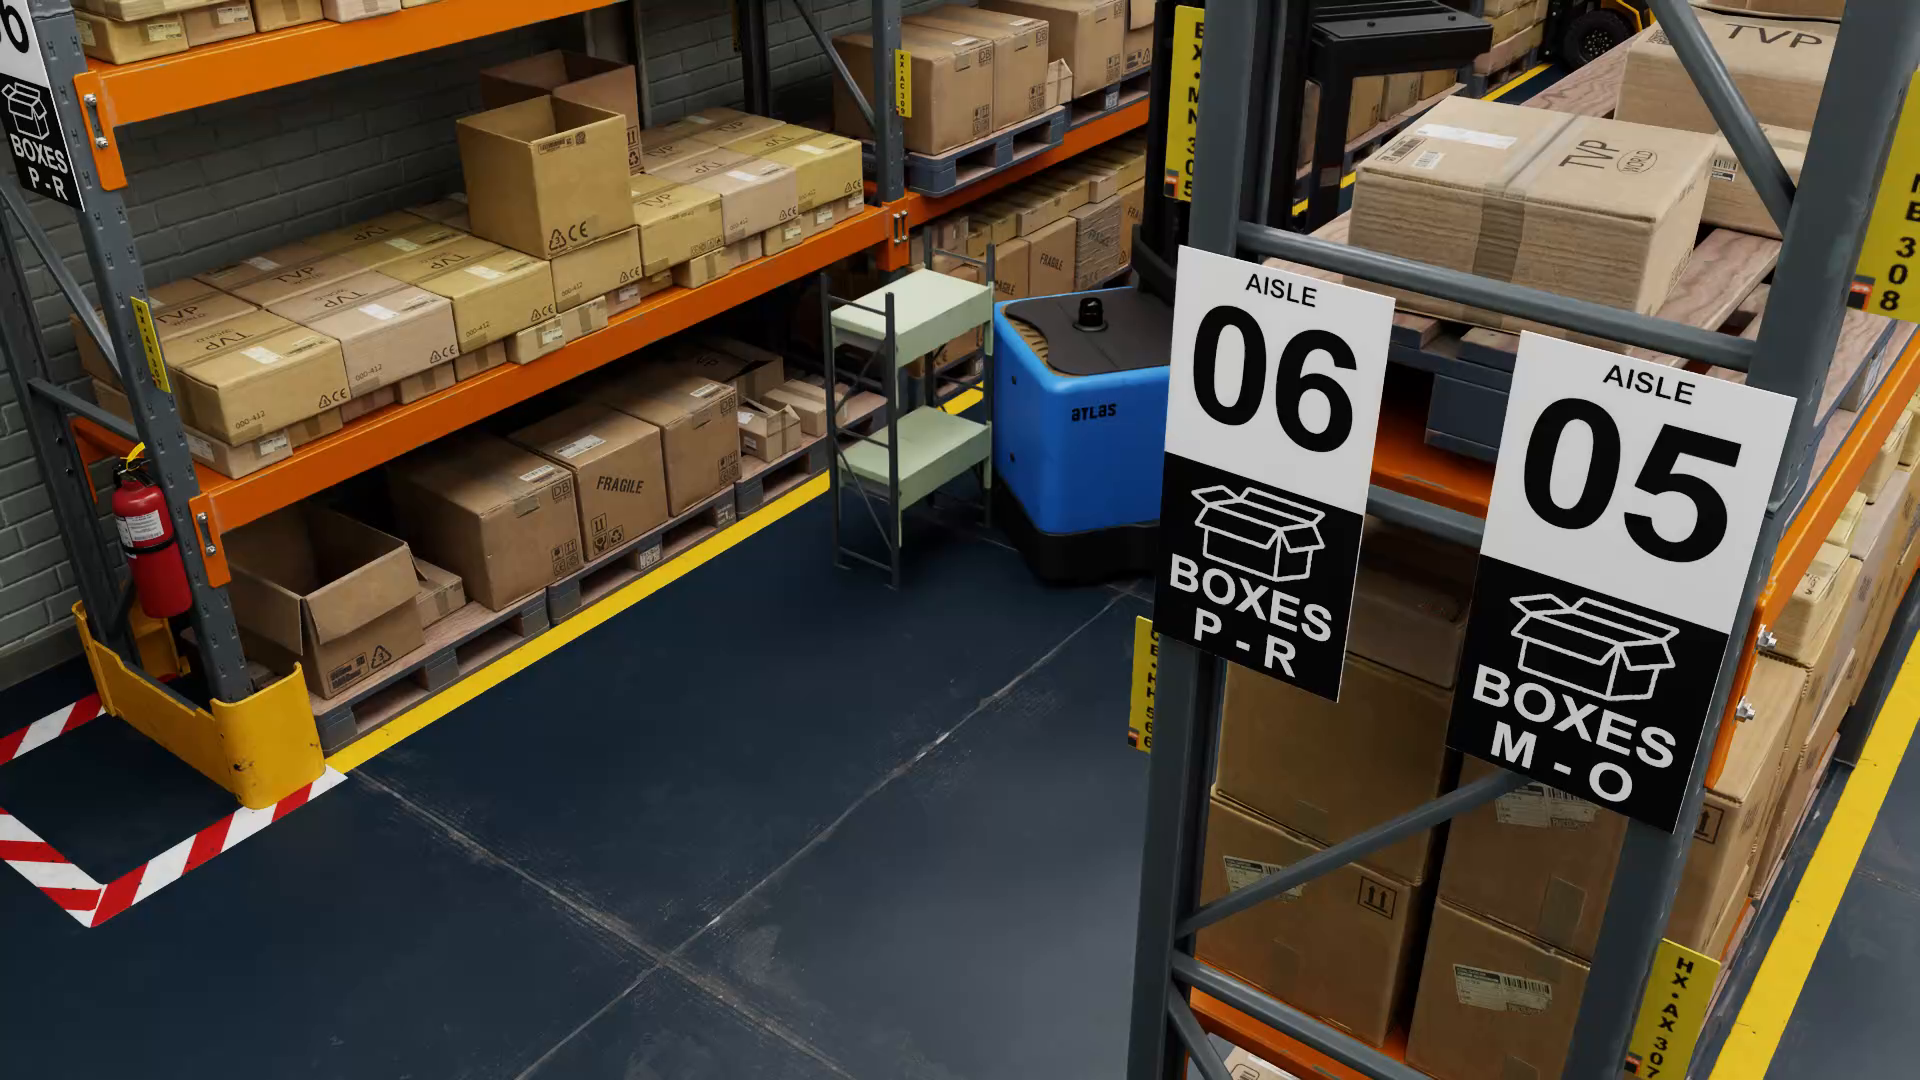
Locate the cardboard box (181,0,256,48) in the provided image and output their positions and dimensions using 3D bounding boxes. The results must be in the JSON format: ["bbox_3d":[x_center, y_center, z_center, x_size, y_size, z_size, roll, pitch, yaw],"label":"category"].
[{"bbox_3d":[-2.623,-1.800,5.649,0.380,0.149,0.250,22,37,32],"label":"cardboard box"}]

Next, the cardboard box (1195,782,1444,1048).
[{"bbox_3d":[0.902,0.761,3.926,0.500,0.500,0.500,21,37,32],"label":"cardboard box"}]

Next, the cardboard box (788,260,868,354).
[{"bbox_3d":[-0.663,-1.466,9.822,0.500,0.500,0.500,21,37,31],"label":"cardboard box"}]

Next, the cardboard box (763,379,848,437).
[{"bbox_3d":[-0.826,-0.708,8.887,0.380,0.149,0.250,20,36,30],"label":"cardboard box"}]

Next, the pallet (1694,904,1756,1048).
[{"bbox_3d":[1.979,1.438,5.616,1.003,0.211,1.213,21,37,31],"label":"pallet"}]

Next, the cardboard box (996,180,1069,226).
[{"bbox_3d":[0.443,-2.069,10.202,0.380,0.149,0.250,23,37,33],"label":"cardboard box"}]

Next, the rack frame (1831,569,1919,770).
[{"bbox_3d":[3.236,-0.544,6.227,1.000,3.000,0.127,21,37,31],"label":"rack frame"}]

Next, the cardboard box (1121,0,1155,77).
[{"bbox_3d":[0.853,-3.201,10.196,0.797,0.503,0.637,20,36,30],"label":"cardboard box"}]

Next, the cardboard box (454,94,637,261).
[{"bbox_3d":[-1.744,-1.542,7.030,0.500,0.500,0.500,22,37,32],"label":"cardboard box"}]

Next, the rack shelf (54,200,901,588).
[{"bbox_3d":[-1.931,-0.948,7.613,1.077,0.370,4.000,21,37,31],"label":"rack shelf"}]

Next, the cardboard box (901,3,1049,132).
[{"bbox_3d":[0.060,-2.633,9.240,0.700,0.500,0.500,22,37,32],"label":"cardboard box"}]

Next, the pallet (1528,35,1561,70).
[{"bbox_3d":[5.355,-4.931,16.363,1.003,0.211,1.213,21,37,31],"label":"pallet"}]

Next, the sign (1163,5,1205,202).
[{"bbox_3d":[0.397,-0.729,2.804,0.100,0.325,0.005,21,37,31],"label":"sign"}]

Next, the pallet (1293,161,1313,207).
[{"bbox_3d":[2.219,-2.819,12.800,1.003,0.211,1.213,21,37,31],"label":"pallet"}]

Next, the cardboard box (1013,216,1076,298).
[{"bbox_3d":[0.366,-1.724,10.257,0.500,0.500,0.500,20,36,30],"label":"cardboard box"}]

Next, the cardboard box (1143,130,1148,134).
[{"bbox_3d":[1.455,-2.682,11.236,0.380,0.149,0.250,19,36,29],"label":"cardboard box"}]

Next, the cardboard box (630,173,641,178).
[{"bbox_3d":[-1.848,-1.601,7.864,0.500,0.250,0.500,22,37,32],"label":"cardboard box"}]

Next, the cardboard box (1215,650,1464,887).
[{"bbox_3d":[0.923,0.339,3.657,0.500,0.500,0.500,22,37,33],"label":"cardboard box"}]

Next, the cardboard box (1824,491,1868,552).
[{"bbox_3d":[1.751,-0.041,3.662,0.380,0.149,0.250,20,36,30],"label":"cardboard box"}]

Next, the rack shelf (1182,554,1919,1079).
[{"bbox_3d":[2.029,0.578,5.038,1.077,0.370,4.000,21,37,31],"label":"rack shelf"}]

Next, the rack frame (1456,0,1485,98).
[{"bbox_3d":[4.106,-5.322,14.289,1.000,3.000,0.127,21,37,31],"label":"rack frame"}]

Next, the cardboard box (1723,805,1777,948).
[{"bbox_3d":[1.623,0.717,3.999,0.500,0.500,0.500,21,36,31],"label":"cardboard box"}]

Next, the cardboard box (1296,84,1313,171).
[{"bbox_3d":[2.079,-3.105,12.464,0.875,0.625,0.625,22,37,33],"label":"cardboard box"}]

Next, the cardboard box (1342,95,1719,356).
[{"bbox_3d":[1.021,-0.579,2.979,0.500,0.250,0.500,18,35,27],"label":"cardboard box"}]

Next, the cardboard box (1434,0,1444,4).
[{"bbox_3d":[4.249,-5.010,15.066,0.500,0.250,0.500,22,37,32],"label":"cardboard box"}]

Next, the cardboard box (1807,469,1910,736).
[{"bbox_3d":[1.949,0.077,4.099,0.500,0.500,0.500,21,36,31],"label":"cardboard box"}]

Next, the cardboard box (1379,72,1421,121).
[{"bbox_3d":[3.325,-3.953,13.895,0.875,0.625,0.625,21,36,31],"label":"cardboard box"}]

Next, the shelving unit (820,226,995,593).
[{"bbox_3d":[-0.225,-0.612,7.811,0.431,1.500,0.755,21,37,31],"label":"shelving unit"}]

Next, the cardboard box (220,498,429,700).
[{"bbox_3d":[-2.693,0.229,6.958,0.797,0.503,0.637,20,36,29],"label":"cardboard box"}]

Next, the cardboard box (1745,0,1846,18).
[{"bbox_3d":[2.158,-1.249,3.865,0.500,0.500,0.500,22,37,32],"label":"cardboard box"}]

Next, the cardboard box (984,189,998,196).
[{"bbox_3d":[0.016,-2.233,10.479,0.380,0.149,0.250,22,37,32],"label":"cardboard box"}]

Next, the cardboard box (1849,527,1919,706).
[{"bbox_3d":[2.562,0.099,5.042,0.500,0.500,0.500,21,36,31],"label":"cardboard box"}]

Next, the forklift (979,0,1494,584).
[{"bbox_3d":[1.676,-1.479,7.872,3.031,2.935,1.130,-9,32,-15],"label":"forklift"}]

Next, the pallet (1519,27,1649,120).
[{"bbox_3d":[1.997,-0.974,4.096,1.003,0.211,1.213,21,37,31],"label":"pallet"}]

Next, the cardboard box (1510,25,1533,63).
[{"bbox_3d":[4.956,-4.626,15.399,0.500,0.250,0.500,20,36,30],"label":"cardboard box"}]

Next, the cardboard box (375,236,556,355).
[{"bbox_3d":[-2.042,-1.022,6.887,0.500,0.250,0.500,20,36,30],"label":"cardboard box"}]

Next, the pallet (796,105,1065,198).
[{"bbox_3d":[-0.154,-2.279,9.342,1.003,0.211,1.213,21,37,31],"label":"pallet"}]

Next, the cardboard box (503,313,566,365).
[{"bbox_3d":[-1.904,-0.894,7.063,0.380,0.149,0.250,20,36,30],"label":"cardboard box"}]

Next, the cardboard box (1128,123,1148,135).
[{"bbox_3d":[1.128,-2.965,11.714,0.380,0.149,0.250,23,38,34],"label":"cardboard box"}]

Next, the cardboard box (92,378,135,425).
[{"bbox_3d":[-3.152,-0.554,6.489,0.380,0.149,0.250,21,36,31],"label":"cardboard box"}]

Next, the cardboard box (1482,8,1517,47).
[{"bbox_3d":[4.644,-4.637,14.927,0.500,0.250,0.500,21,37,31],"label":"cardboard box"}]

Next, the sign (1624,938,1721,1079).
[{"bbox_3d":[1.260,0.848,2.950,0.100,0.325,0.005,21,37,31],"label":"sign"}]

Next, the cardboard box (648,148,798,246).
[{"bbox_3d":[-1.127,-1.644,7.937,0.500,0.250,0.500,21,37,31],"label":"cardboard box"}]

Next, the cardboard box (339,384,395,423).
[{"bbox_3d":[-2.473,-0.621,6.602,0.380,0.149,0.250,21,36,31],"label":"cardboard box"}]

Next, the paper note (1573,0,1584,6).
[{"bbox_3d":[1.626,-1.424,4.353,0.006,0.032,0.123,21,37,31],"label":"paper note"}]

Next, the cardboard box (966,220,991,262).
[{"bbox_3d":[-0.043,-1.763,9.686,0.380,0.149,0.250,19,36,29],"label":"cardboard box"}]

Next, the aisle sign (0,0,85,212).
[{"bbox_3d":[-2.945,-1.445,5.196,0.394,0.787,0.004,21,37,31],"label":"aisle sign"}]

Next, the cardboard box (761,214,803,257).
[{"bbox_3d":[-0.992,-1.530,8.135,0.380,0.149,0.250,22,37,32],"label":"cardboard box"}]

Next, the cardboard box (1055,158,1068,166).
[{"bbox_3d":[0.503,-2.536,10.991,0.380,0.149,0.250,20,36,30],"label":"cardboard box"}]

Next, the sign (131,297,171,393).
[{"bbox_3d":[-2.705,-0.650,5.556,0.100,0.325,0.005,21,37,31],"label":"sign"}]

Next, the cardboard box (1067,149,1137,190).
[{"bbox_3d":[0.915,-2.393,10.750,0.380,0.149,0.250,21,36,31],"label":"cardboard box"}]

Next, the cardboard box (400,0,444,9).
[{"bbox_3d":[-2.070,-2.077,6.117,0.380,0.149,0.250,21,37,31],"label":"cardboard box"}]

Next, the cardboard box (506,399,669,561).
[{"bbox_3d":[-1.747,-0.289,7.835,0.500,0.500,0.500,22,37,32],"label":"cardboard box"}]

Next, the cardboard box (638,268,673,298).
[{"bbox_3d":[-1.549,-1.248,7.661,0.380,0.149,0.250,22,37,32],"label":"cardboard box"}]

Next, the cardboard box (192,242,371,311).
[{"bbox_3d":[-2.760,-0.986,6.827,0.500,0.250,0.500,21,37,31],"label":"cardboard box"}]

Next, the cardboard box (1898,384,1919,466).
[{"bbox_3d":[2.226,-0.347,4.179,0.380,0.149,0.250,20,36,30],"label":"cardboard box"}]

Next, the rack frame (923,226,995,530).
[{"bbox_3d":[-0.005,-0.761,8.063,0.400,1.500,0.023,21,37,31],"label":"rack frame"}]

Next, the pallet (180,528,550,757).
[{"bbox_3d":[-2.612,0.400,7.369,1.003,0.211,1.213,21,37,31],"label":"pallet"}]
